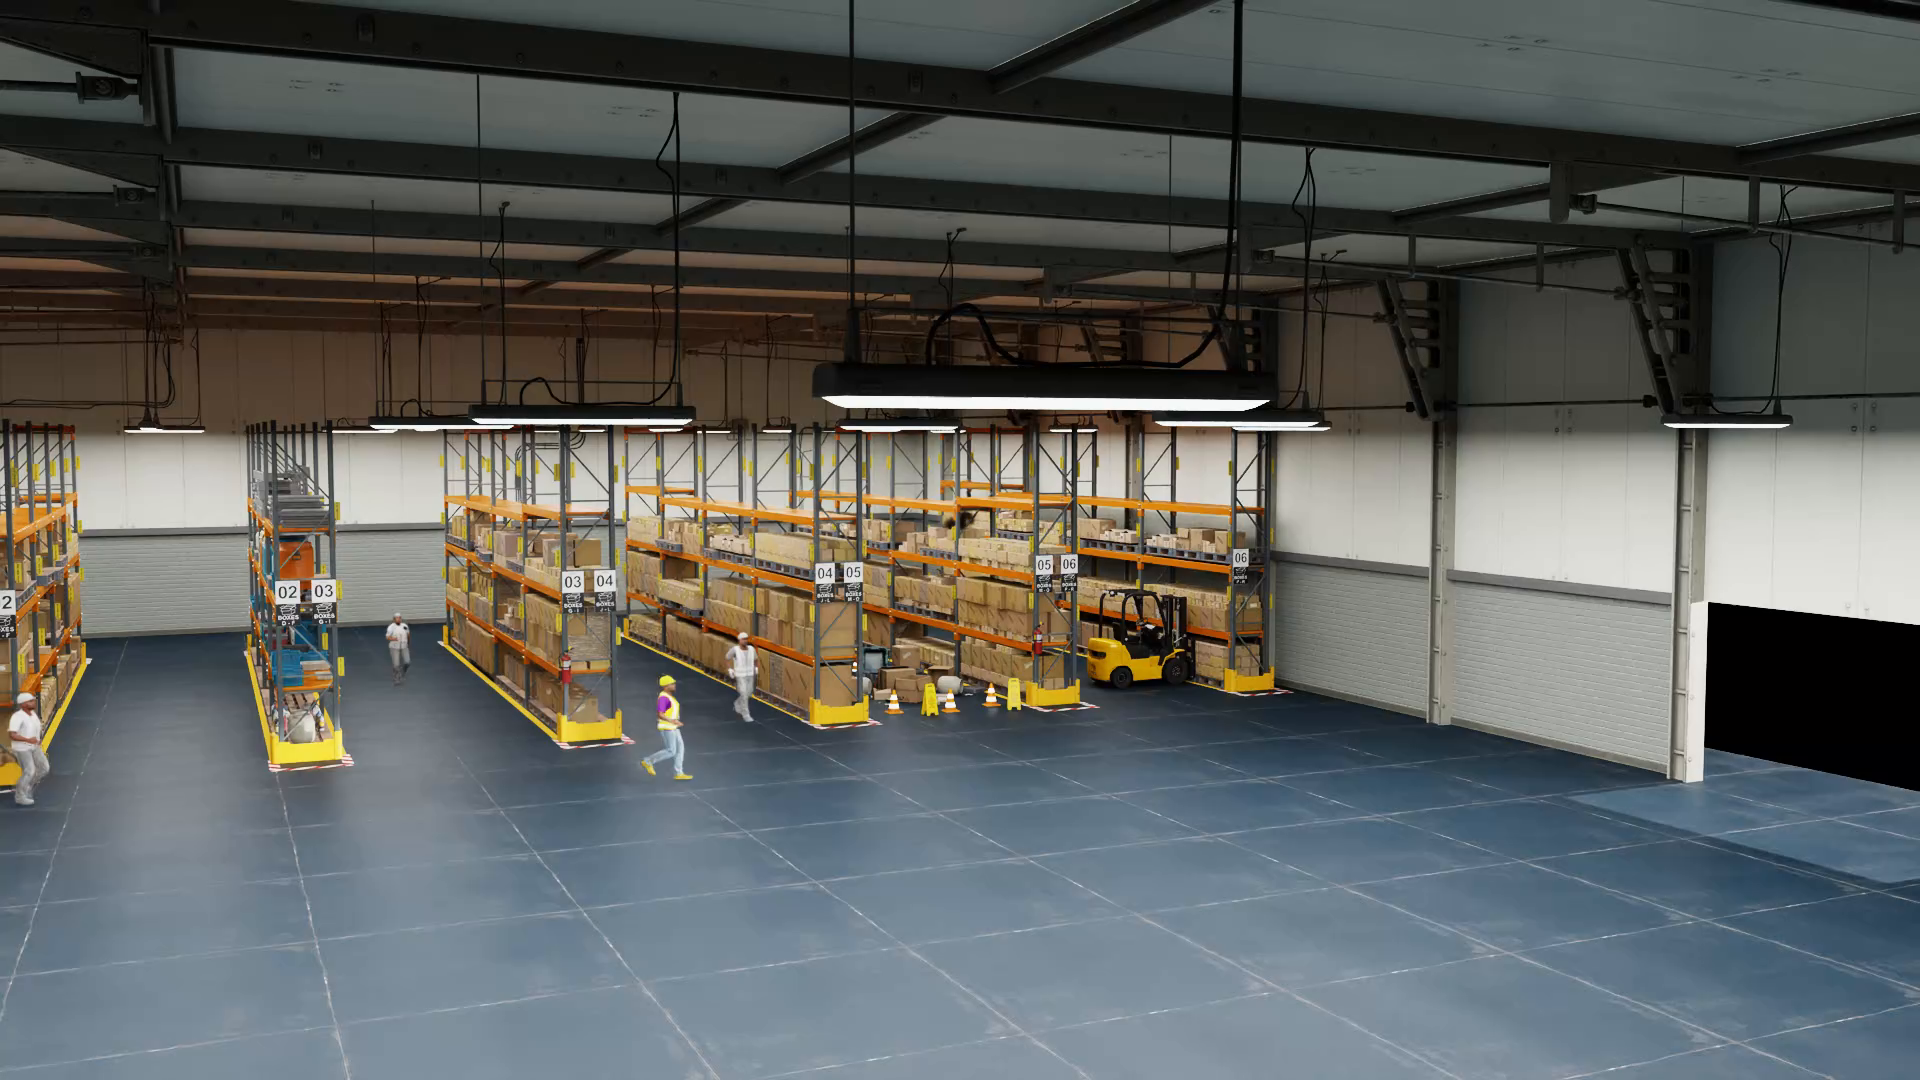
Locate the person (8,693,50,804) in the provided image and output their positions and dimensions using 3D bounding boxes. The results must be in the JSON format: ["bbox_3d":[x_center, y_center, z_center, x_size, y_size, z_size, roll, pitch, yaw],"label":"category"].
[{"bbox_3d":[-14.459,3.235,25.857,0.573,1.731,0.714,0,4,1],"label":"person"}]

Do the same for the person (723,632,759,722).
[{"bbox_3d":[-4.381,2.739,33.479,0.692,1.770,0.919,-2,4,-34],"label":"person"}]

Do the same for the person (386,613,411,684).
[{"bbox_3d":[-12.910,2.513,38.333,0.589,1.636,0.590,-2,4,-34],"label":"person"}]

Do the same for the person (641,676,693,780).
[{"bbox_3d":[-4.856,3.117,27.576,0.838,1.740,0.711,0,4,-1],"label":"person"}]

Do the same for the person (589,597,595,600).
[{"bbox_3d":[-10.697,1.909,48.348,0.834,1.567,0.763,-2,4,-32],"label":"person"}]
